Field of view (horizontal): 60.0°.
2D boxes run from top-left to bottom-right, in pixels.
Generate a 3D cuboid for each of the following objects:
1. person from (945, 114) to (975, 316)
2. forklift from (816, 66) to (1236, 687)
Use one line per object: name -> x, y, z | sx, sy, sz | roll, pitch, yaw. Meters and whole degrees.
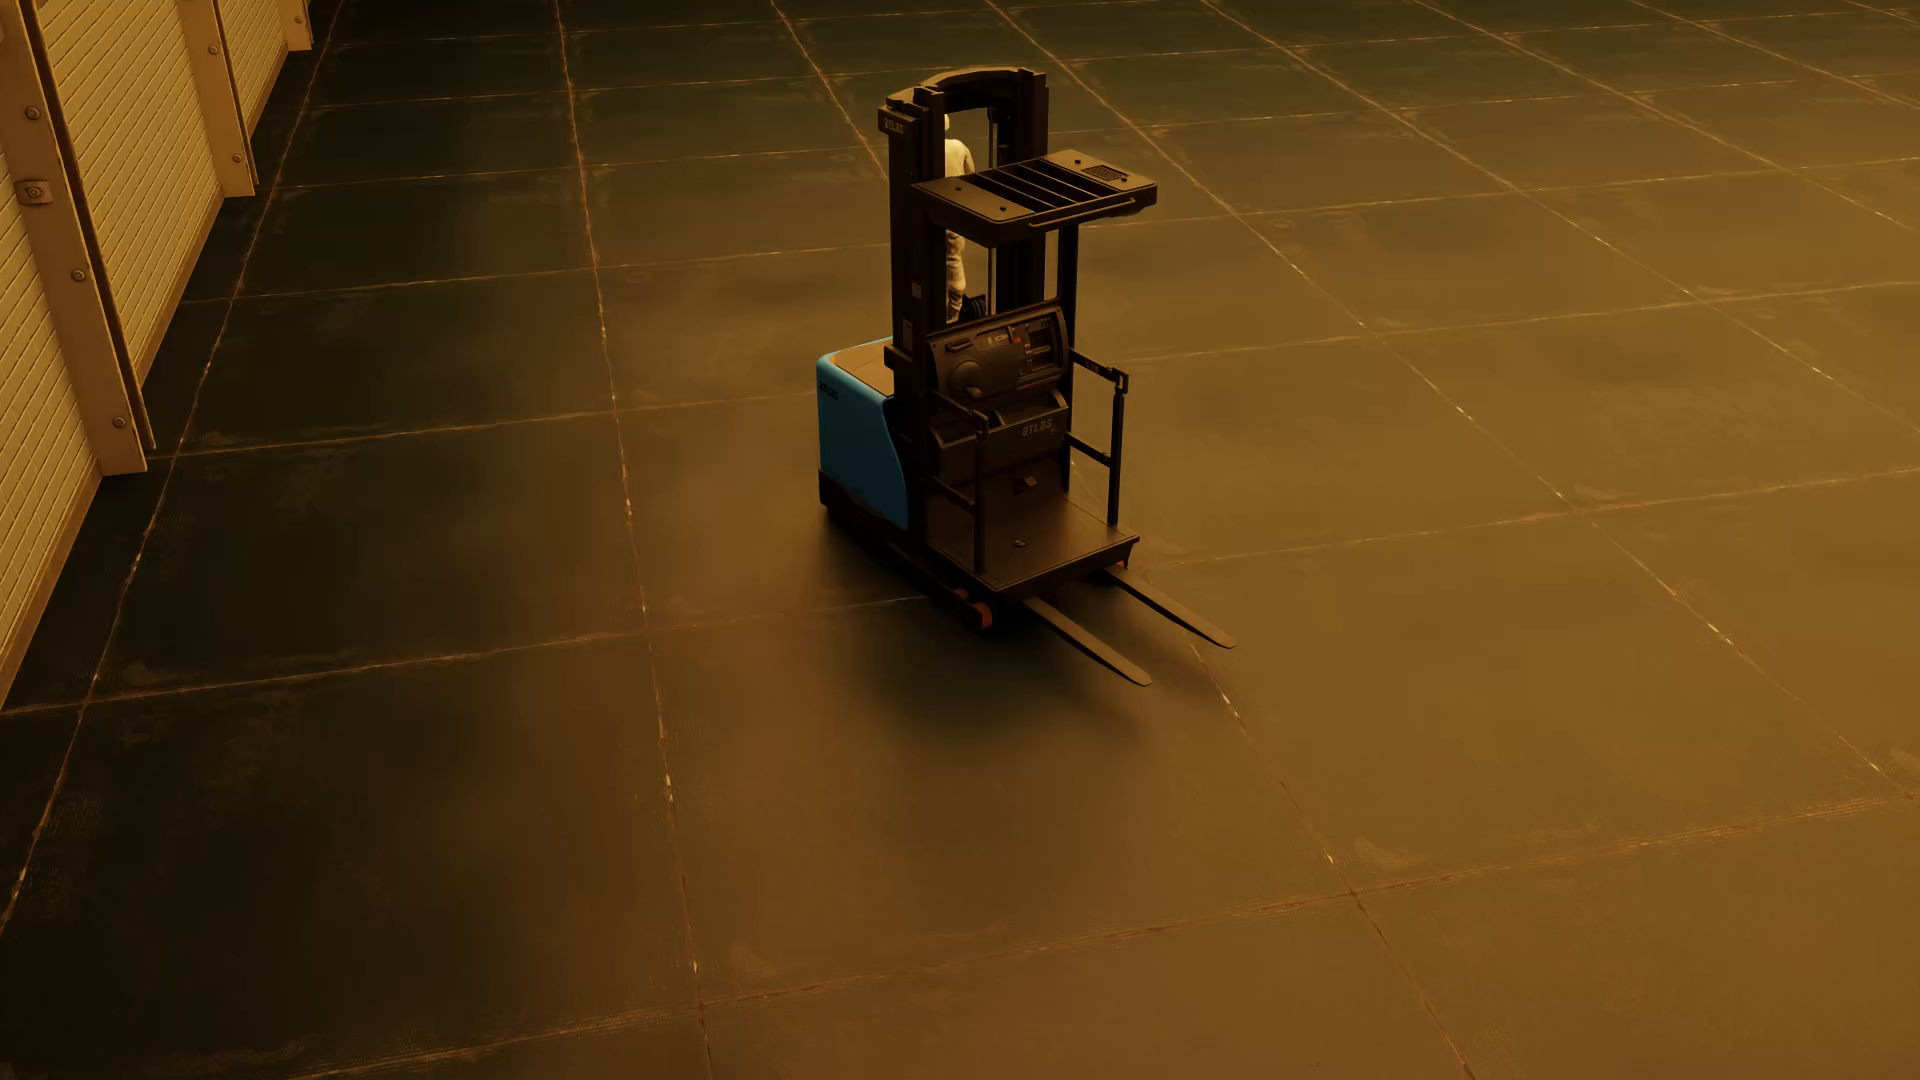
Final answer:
person -> -0.203, -2.582, 13.163 | 0.637, 1.790, 0.552 | -13, 33, -22
forklift -> 0.355, -1.021, 9.338 | 1.130, 2.935, 3.031 | -20, 35, -30
